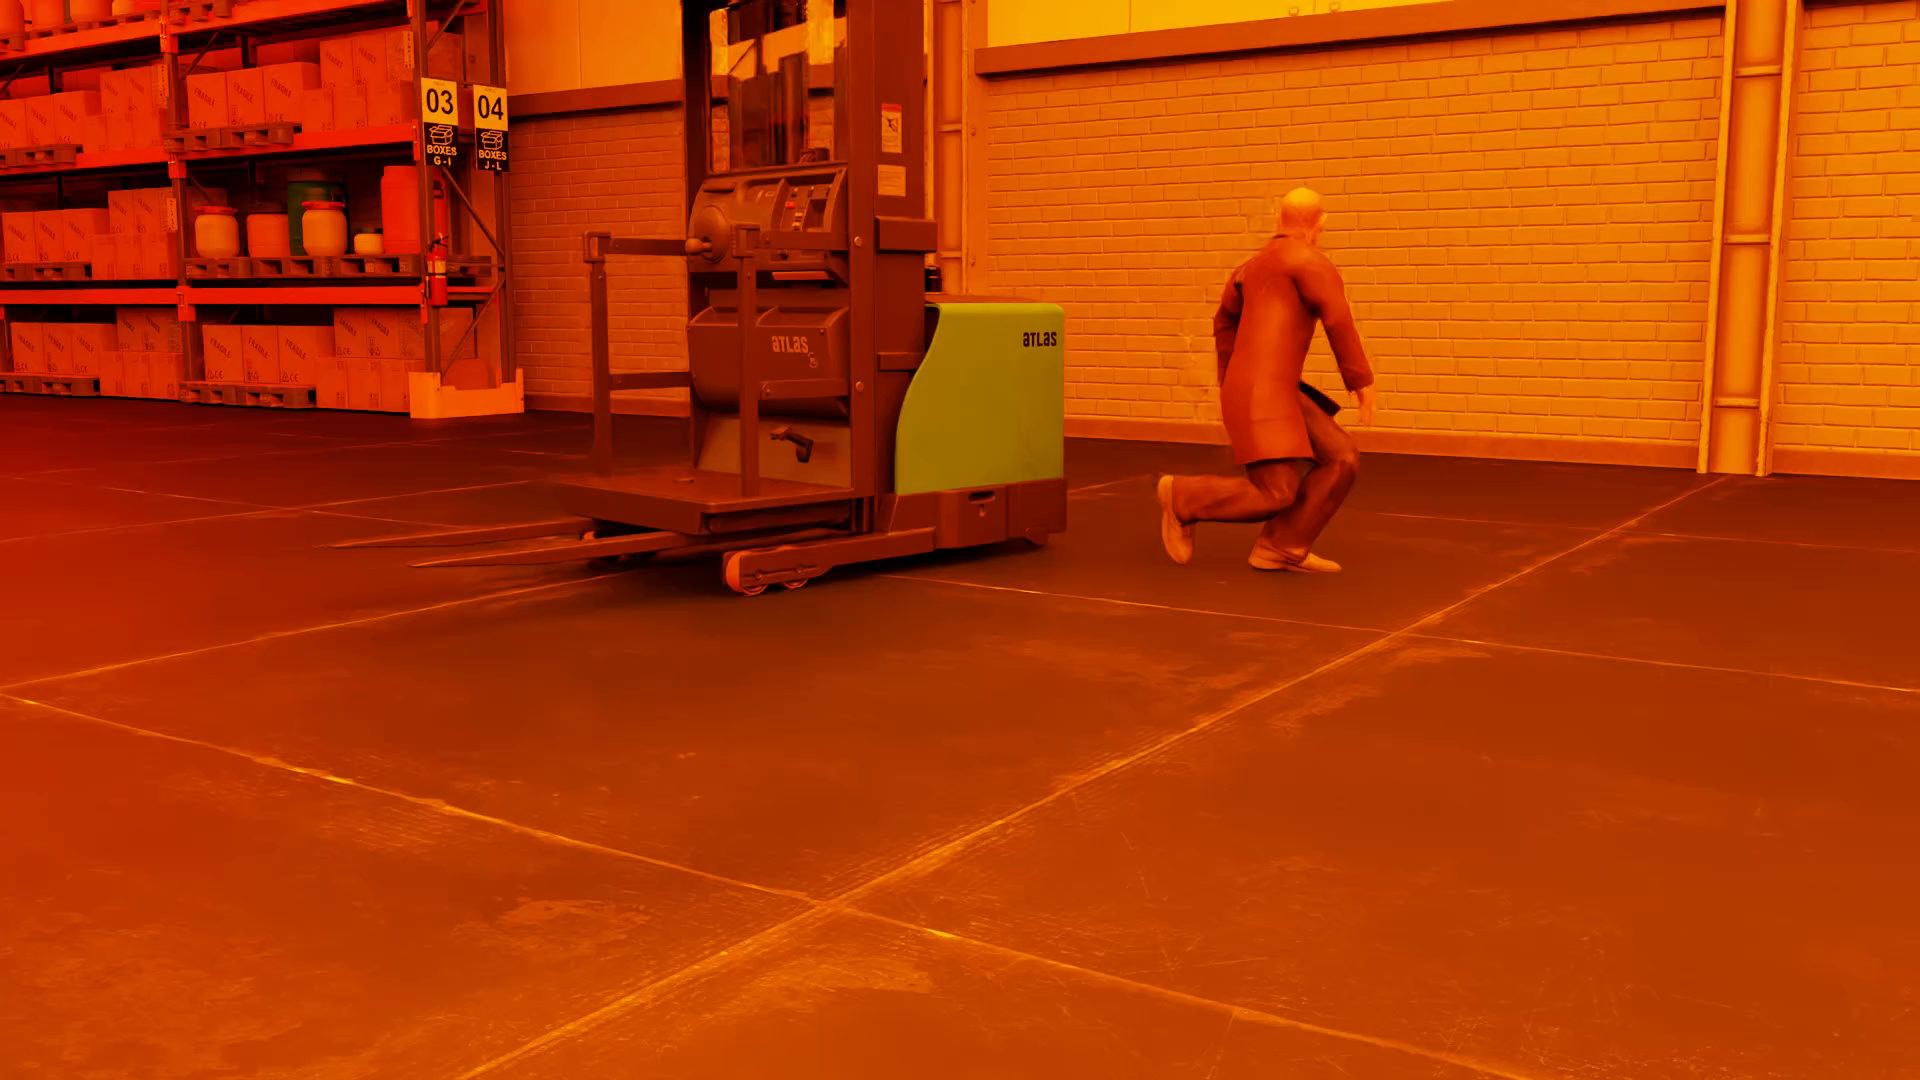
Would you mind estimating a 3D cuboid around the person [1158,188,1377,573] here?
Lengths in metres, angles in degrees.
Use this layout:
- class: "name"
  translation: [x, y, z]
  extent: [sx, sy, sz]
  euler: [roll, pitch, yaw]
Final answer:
- class: "person"
  translation: [1.236, -0.629, 6.698]
  extent: [0.864, 1.552, 0.712]
  euler: [2, 8, 14]

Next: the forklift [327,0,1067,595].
- class: "forklift"
  translation: [-0.932, -1.328, 6.530]
  extent: [3.031, 2.935, 1.130]
  euler: [-8, 11, -44]
